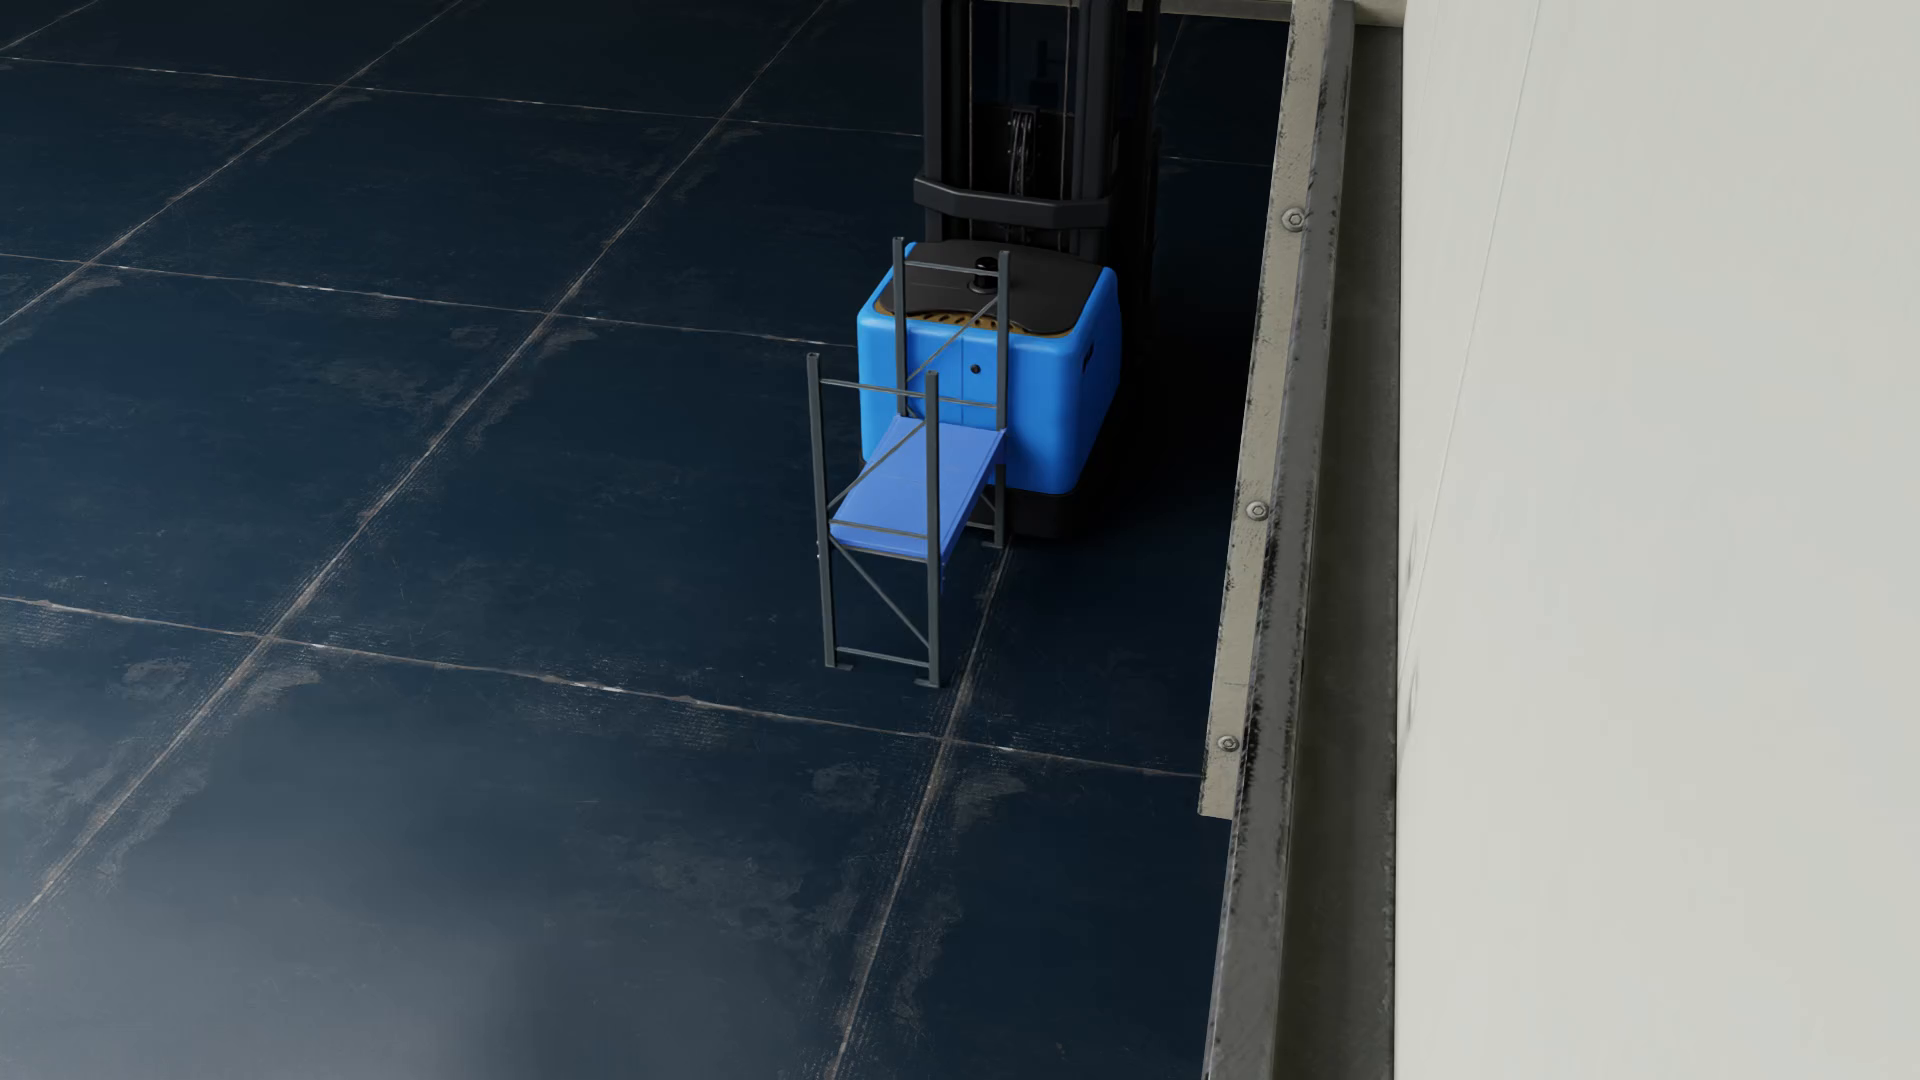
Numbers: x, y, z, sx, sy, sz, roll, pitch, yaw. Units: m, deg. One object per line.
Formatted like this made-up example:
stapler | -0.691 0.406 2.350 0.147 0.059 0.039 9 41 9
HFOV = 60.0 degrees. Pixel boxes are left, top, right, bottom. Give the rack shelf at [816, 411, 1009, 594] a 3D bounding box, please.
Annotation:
rack shelf | -0.179 -0.179 7.026 0.538 0.185 1.000 10 37 13

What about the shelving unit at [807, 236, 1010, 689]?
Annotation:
shelving unit | -0.179 -0.325 6.921 0.538 1.500 1.048 10 37 13

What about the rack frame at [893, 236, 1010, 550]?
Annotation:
rack frame | -0.037 -0.611 7.316 0.500 1.500 0.032 10 37 13

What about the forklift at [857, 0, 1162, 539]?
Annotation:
forklift | 0.432 -2.055 8.088 1.130 2.935 3.031 10 37 13

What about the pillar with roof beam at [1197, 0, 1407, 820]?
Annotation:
pillar with roof beam | -3.111 -3.237 4.548 9.100 9.000 0.400 7 37 10

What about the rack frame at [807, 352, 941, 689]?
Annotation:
rack frame | -0.322 -0.039 6.525 0.500 1.500 0.032 10 37 13
